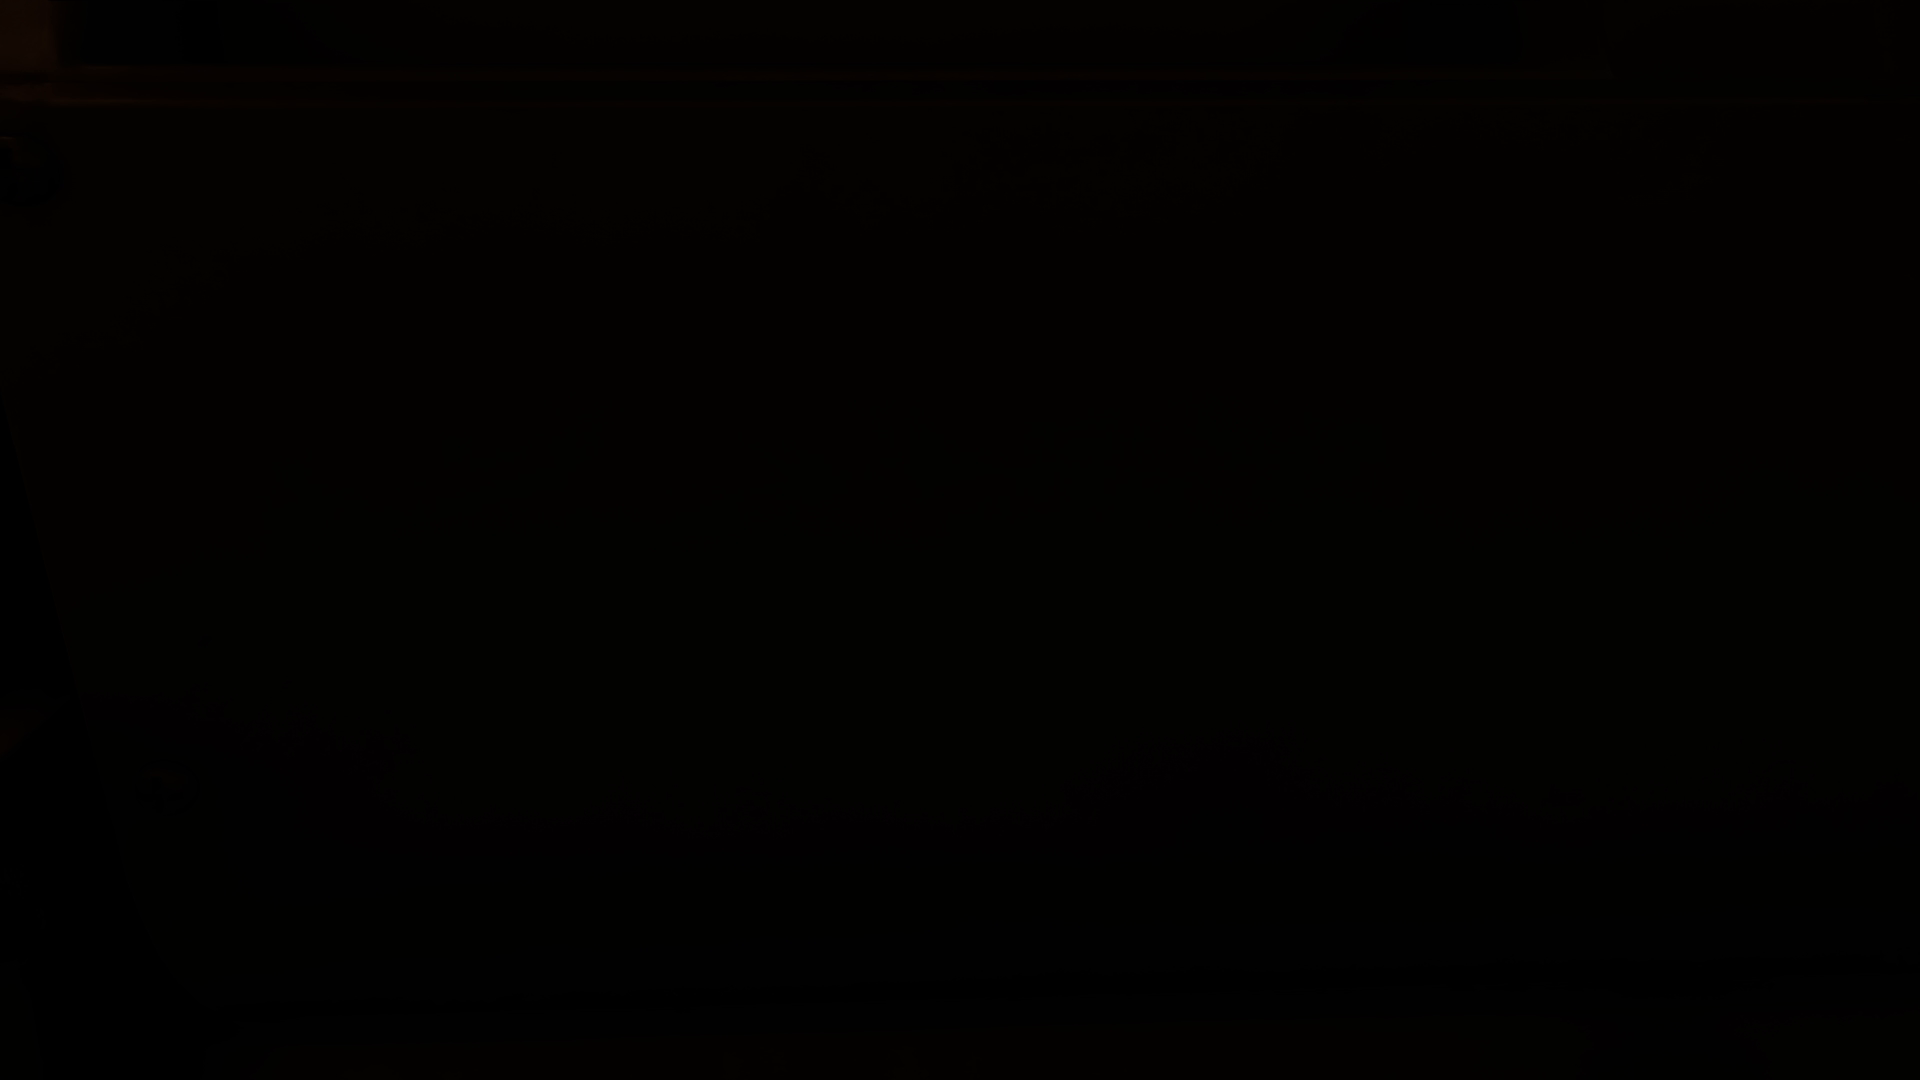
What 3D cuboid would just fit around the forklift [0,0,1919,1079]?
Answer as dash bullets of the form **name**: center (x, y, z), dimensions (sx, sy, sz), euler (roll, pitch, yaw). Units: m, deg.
- **forklift**: center (0.195, -0.549, 0.197), dimensions (1.130, 2.935, 3.031), euler (-1, 17, -3)
